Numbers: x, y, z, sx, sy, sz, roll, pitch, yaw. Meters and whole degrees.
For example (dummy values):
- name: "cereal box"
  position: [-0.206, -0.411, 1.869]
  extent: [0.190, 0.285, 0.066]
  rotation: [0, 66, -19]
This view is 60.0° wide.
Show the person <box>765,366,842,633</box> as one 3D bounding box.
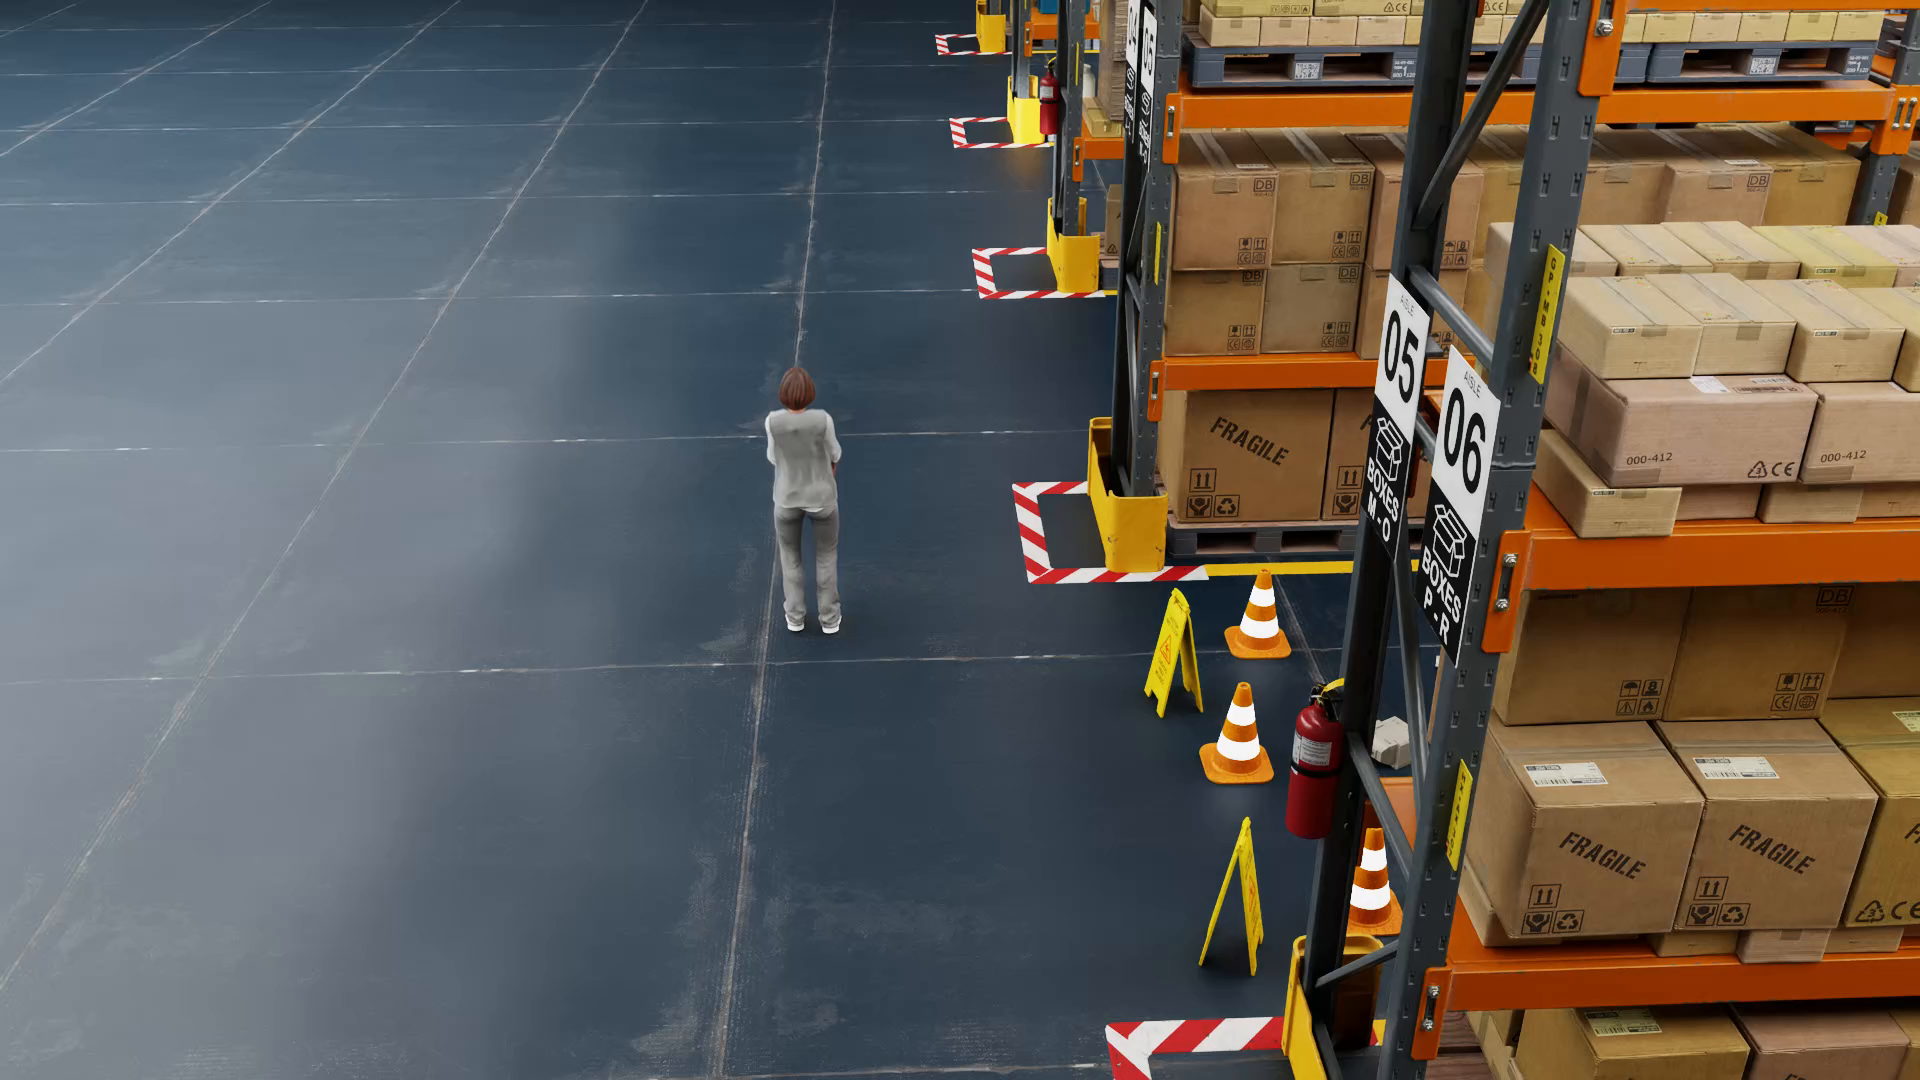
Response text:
- name: "person"
  position: [-0.842, -0.242, 9.109]
  extent: [0.405, 1.580, 0.489]
  rotation: [-1, 28, -2]
